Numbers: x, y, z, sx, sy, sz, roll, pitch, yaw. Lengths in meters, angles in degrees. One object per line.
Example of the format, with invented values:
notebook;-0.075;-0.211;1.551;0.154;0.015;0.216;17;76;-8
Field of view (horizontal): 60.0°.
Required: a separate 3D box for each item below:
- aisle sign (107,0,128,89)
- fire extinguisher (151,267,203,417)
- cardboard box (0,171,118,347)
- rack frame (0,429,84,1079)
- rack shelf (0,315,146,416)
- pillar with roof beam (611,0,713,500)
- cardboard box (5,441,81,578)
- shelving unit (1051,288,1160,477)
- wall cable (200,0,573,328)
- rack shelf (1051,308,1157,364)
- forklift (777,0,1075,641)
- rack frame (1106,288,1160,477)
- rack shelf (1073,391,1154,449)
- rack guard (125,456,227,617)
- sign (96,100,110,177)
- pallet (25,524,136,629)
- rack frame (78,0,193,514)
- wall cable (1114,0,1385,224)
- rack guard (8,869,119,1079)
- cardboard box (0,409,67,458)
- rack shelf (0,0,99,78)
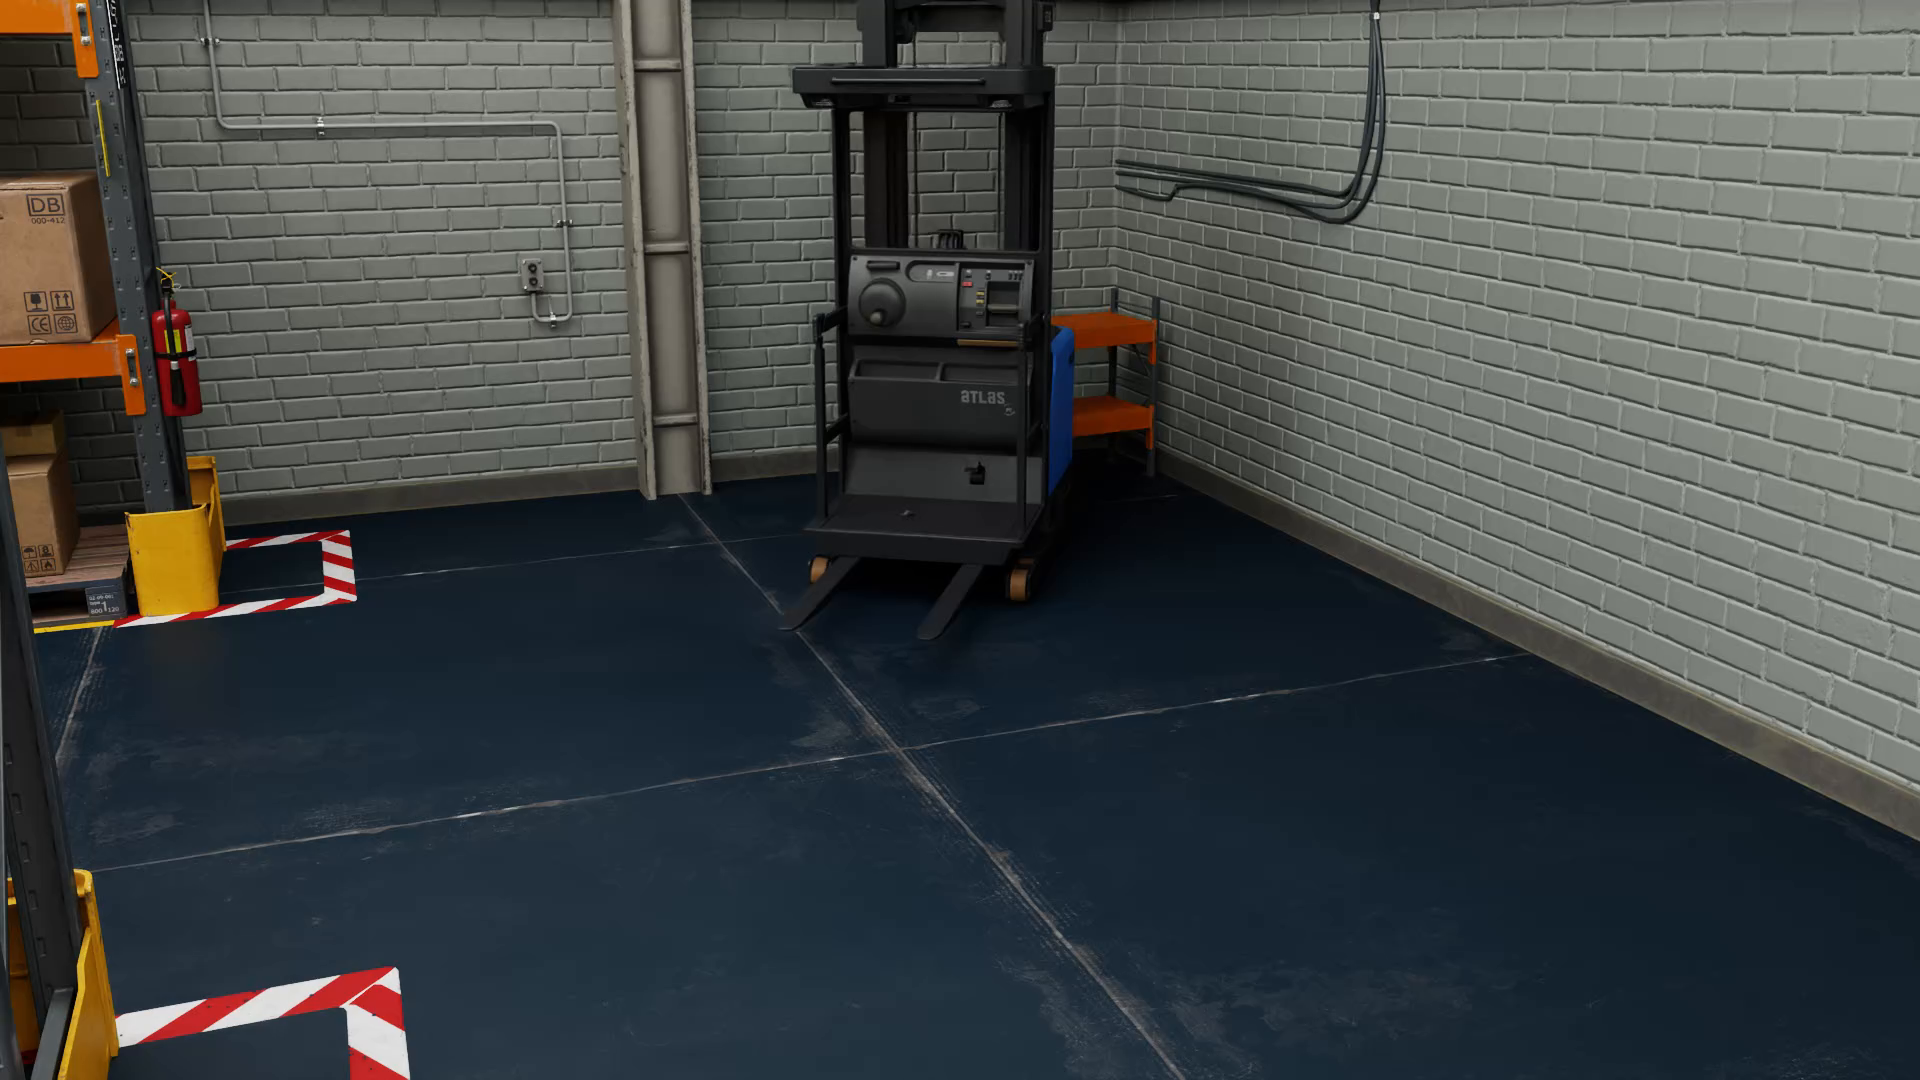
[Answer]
aisle sign;-3.769;-2.414;7.382;0.004;0.787;0.394;-6;17;-20
fire extinguisher;-3.638;-0.916;7.694;0.183;0.674;0.296;-6;17;-20
cardboard box;-4.417;-1.328;7.766;0.700;0.700;0.980;-5;17;-18
rack frame;-2.168;0.064;3.555;0.127;3.000;1.000;-6;17;-20
rack shelf;-5.811;-0.692;7.407;4.000;0.370;1.077;-6;17;-20
pillar with roof beam;-0.192;-3.484;4.992;0.400;9.000;9.100;-6;17;-20
cardboard box;-4.562;-0.144;7.955;0.500;0.500;0.700;-6;17;-20
shelving unit;0.644;-0.932;10.276;1.048;1.125;0.538;-9;18;-27
wall cable;-3.087;-2.104;9.136;1.851;1.984;0.084;-6;17;-20
rack shelf;0.644;-1.213;10.193;1.000;0.278;0.538;-9;18;-27
forklift;-0.138;-1.216;8.037;1.130;2.935;3.031;3;17;11
rack frame;1.091;-1.000;10.509;0.032;1.125;0.500;-9;18;-27
rack shelf;0.644;-0.697;10.345;1.000;0.278;0.538;-9;18;-27
rack guard;-3.921;-0.042;8.352;0.348;0.500;1.175;-6;17;-20
sign;-3.763;-1.764;7.305;0.005;0.325;0.100;-6;17;-20
pallet;-4.662;0.201;8.040;1.213;0.211;1.003;-6;17;-20
rack frame;-3.944;-1.239;7.992;0.127;3.000;1.000;-6;17;-20
wall cable;1.465;-3.103;9.206;0.112;2.526;3.097;-6;17;-20
rack guard;-2.239;1.271;3.881;0.348;0.500;1.175;-6;17;-20
cardboard box;-4.517;-0.520;8.086;0.250;0.149;0.380;-6;17;-20
rack shelf;-5.811;-2.131;6.984;4.000;0.370;1.077;-6;17;-20
